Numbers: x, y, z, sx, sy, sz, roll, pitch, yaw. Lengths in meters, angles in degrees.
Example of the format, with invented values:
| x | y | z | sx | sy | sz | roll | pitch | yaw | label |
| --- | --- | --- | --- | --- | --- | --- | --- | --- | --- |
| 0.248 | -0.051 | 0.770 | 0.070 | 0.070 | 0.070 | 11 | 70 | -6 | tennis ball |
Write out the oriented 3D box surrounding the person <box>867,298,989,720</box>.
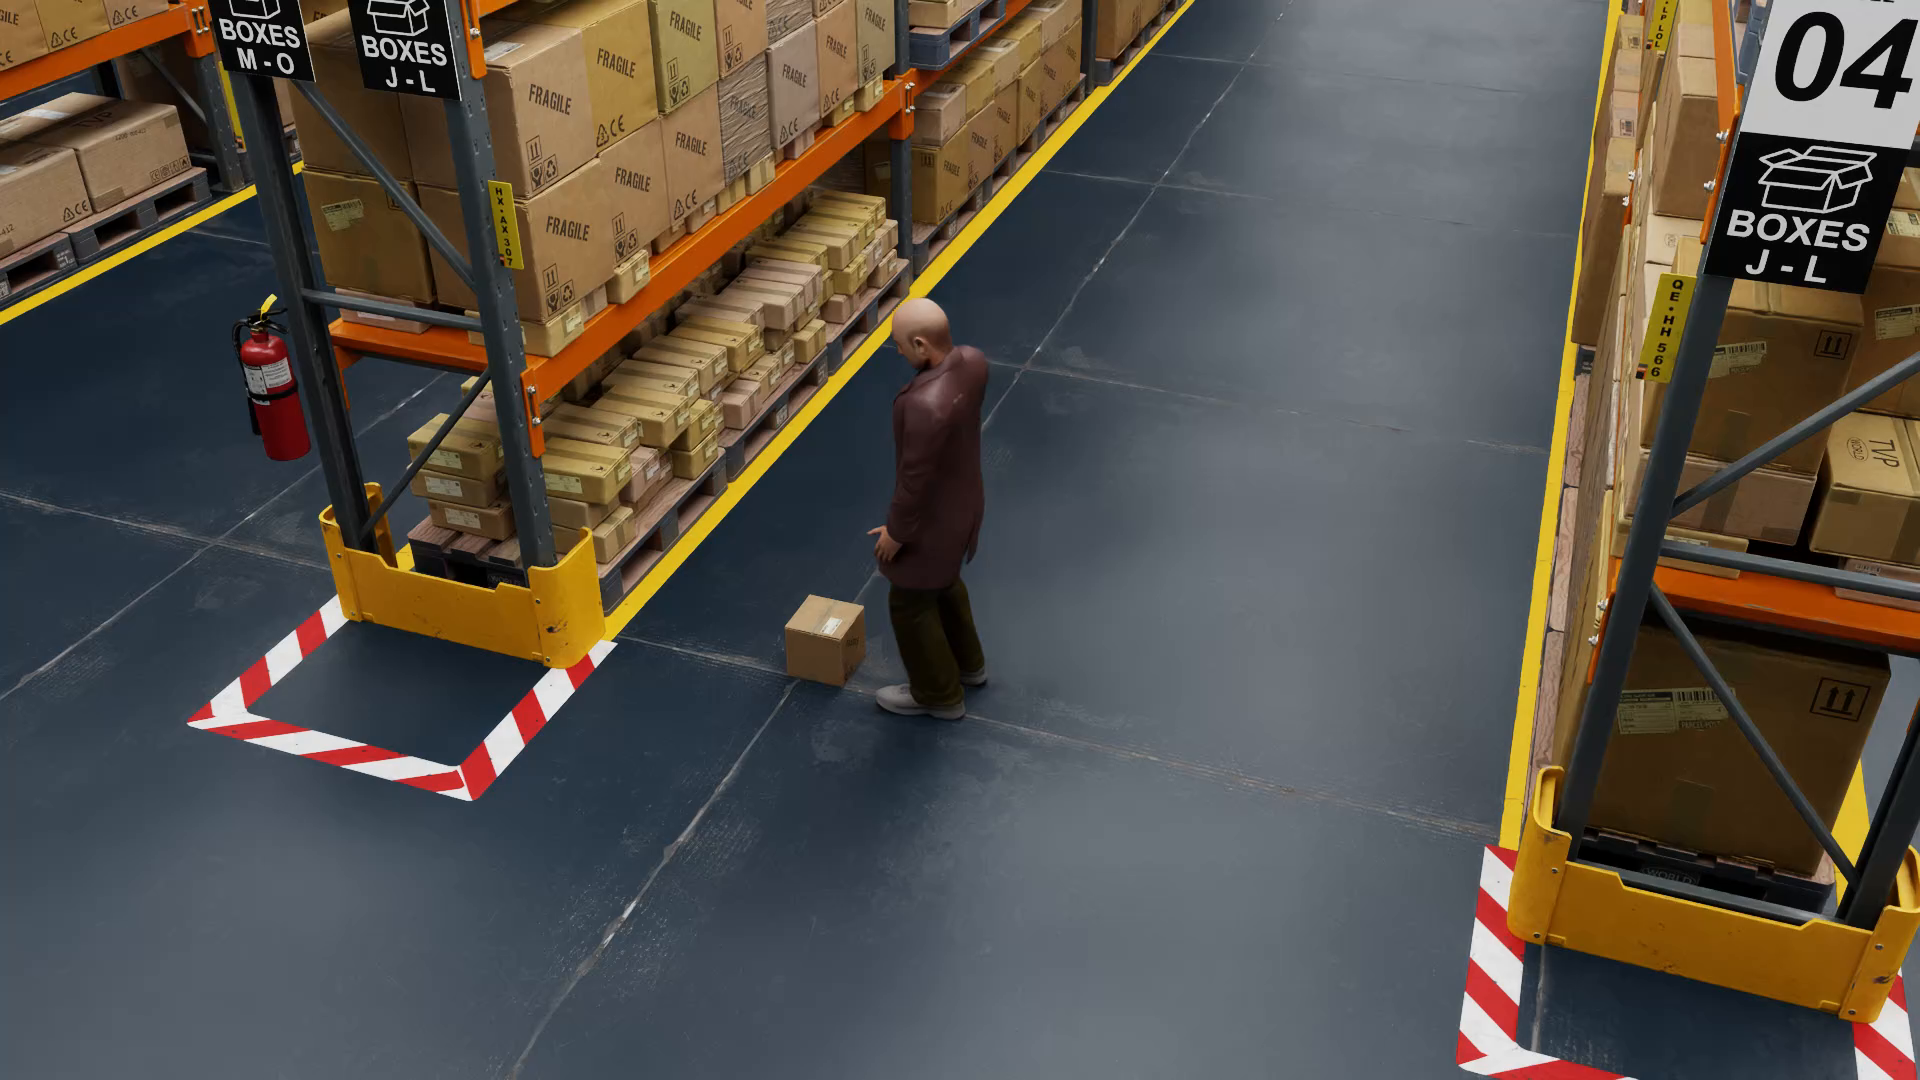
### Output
| x | y | z | sx | sy | sz | roll | pitch | yaw | label |
| --- | --- | --- | --- | --- | --- | --- | --- | --- | --- |
| -0.122 | -0.044 | 6.374 | 0.380 | 1.623 | 0.569 | 12 | 35 | 18 | person |
